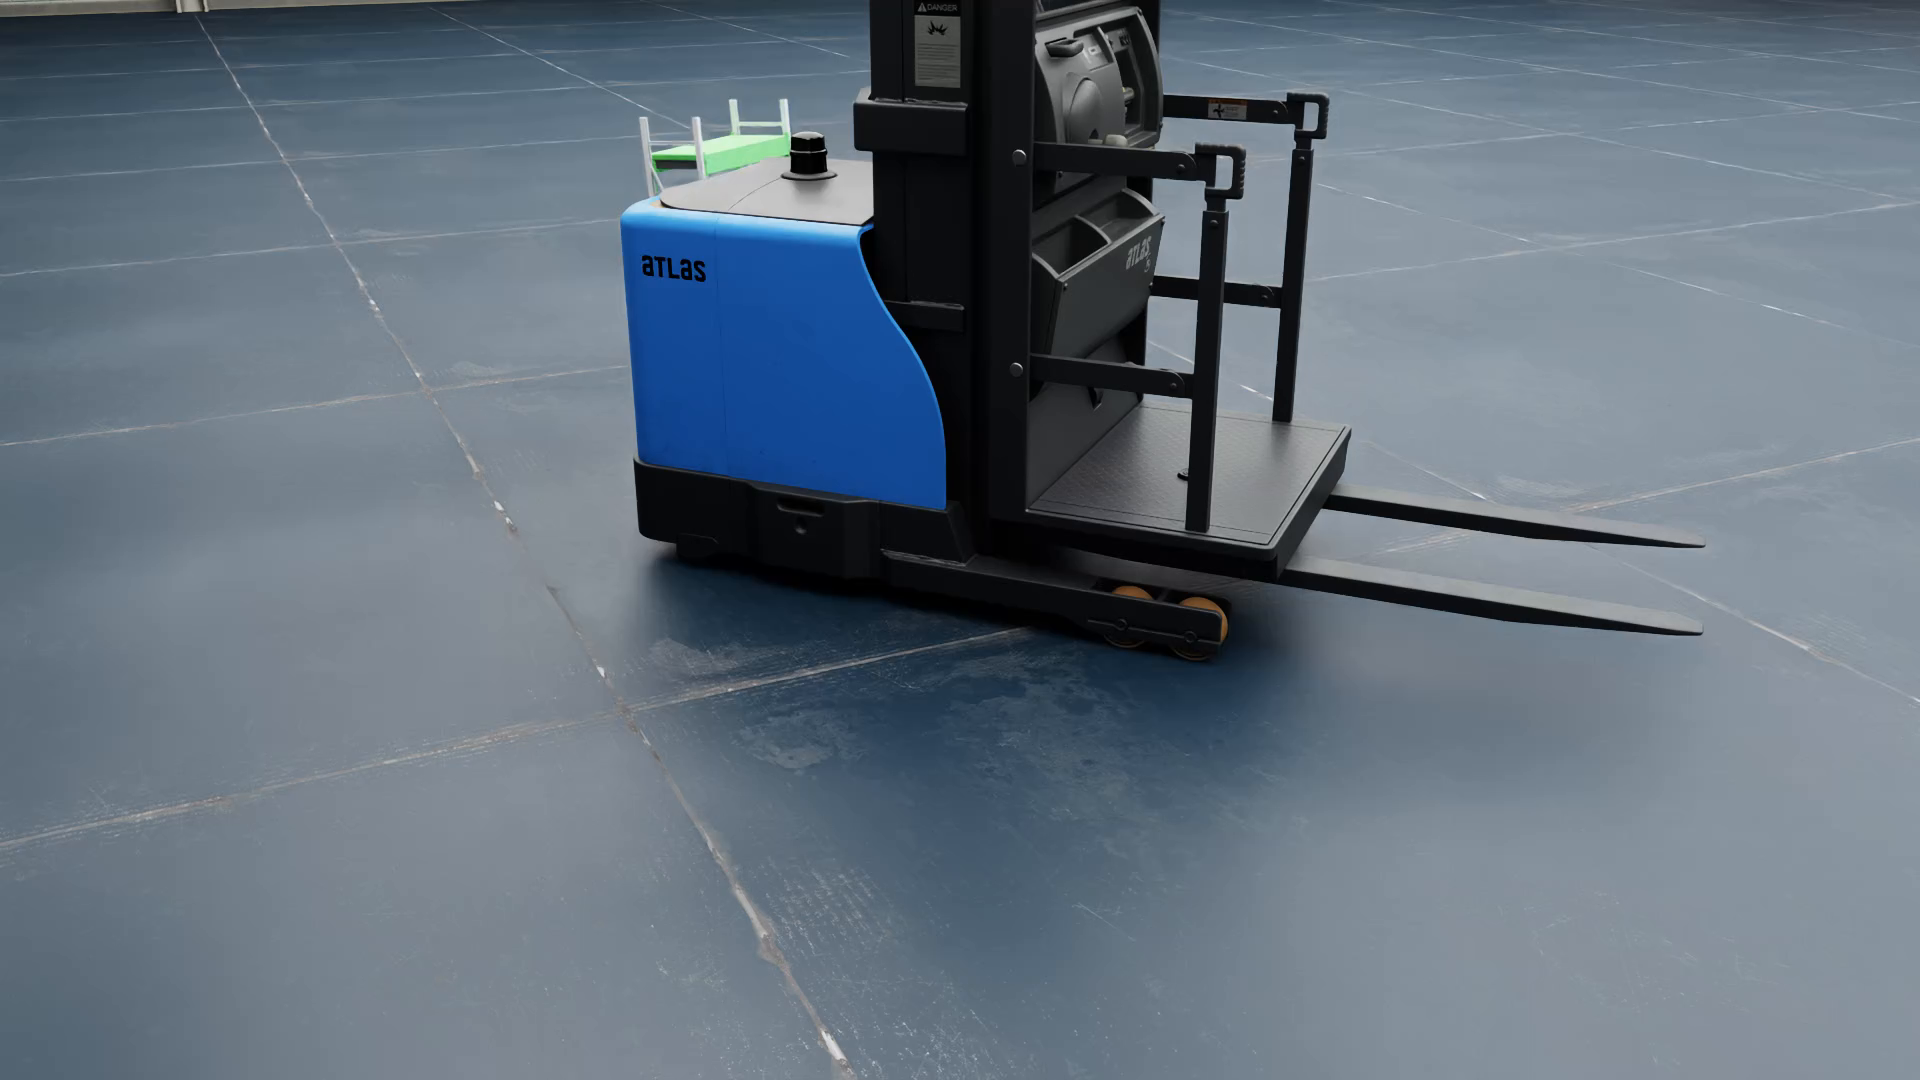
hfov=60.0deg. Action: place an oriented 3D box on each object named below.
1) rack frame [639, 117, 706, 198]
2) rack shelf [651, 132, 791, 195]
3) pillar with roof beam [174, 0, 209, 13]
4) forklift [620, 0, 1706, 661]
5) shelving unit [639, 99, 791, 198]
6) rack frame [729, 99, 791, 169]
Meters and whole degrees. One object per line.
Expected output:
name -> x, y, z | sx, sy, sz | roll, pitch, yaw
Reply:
rack frame -> -0.911, -0.816, 5.629 | 0.240, 1.200, 0.015 | 8, 23, 29
rack shelf -> -0.816, -1.286, 5.680 | 0.258, 0.148, 0.480 | 8, 23, 29
pillar with roof beam -> -8.596, -9.886, 17.366 | 0.400, 9.000, 9.100 | -10, 25, -24
forklift -> 0.573, -1.261, 4.464 | 3.031, 2.935, 1.130 | 9, 24, 21
shelving unit -> -0.790, -0.897, 5.825 | 0.258, 1.200, 0.503 | 8, 23, 29
rack frame -> -0.669, -0.978, 6.021 | 0.240, 1.200, 0.015 | 8, 23, 29
